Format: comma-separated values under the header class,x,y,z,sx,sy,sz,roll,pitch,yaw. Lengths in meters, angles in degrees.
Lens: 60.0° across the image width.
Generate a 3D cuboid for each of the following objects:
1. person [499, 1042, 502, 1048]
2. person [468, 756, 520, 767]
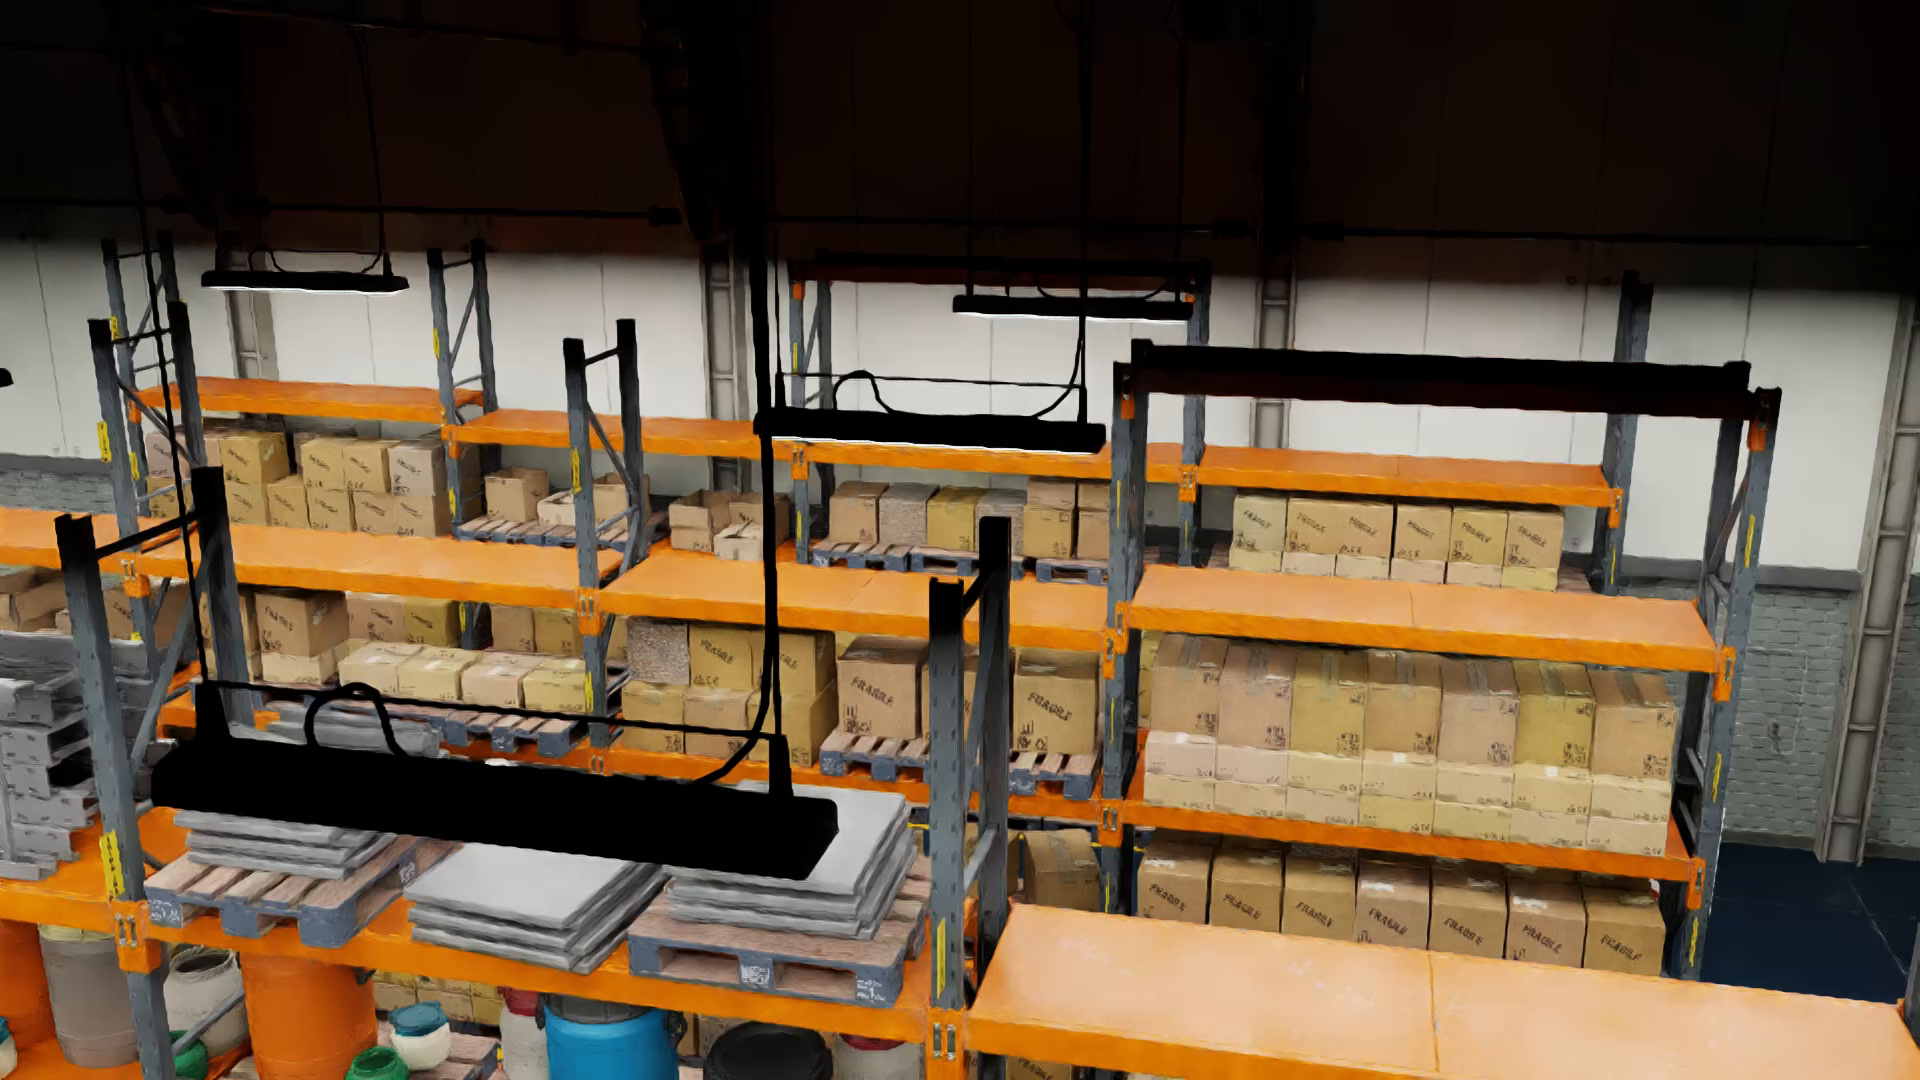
class,x,y,z,sx,sy,sz,roll,pitch,yaw
person,-2.947,3.781,12.368,0.816,1.728,0.710,3,17,9
person,-4.516,2.688,16.116,0.872,1.709,0.719,2,16,8
